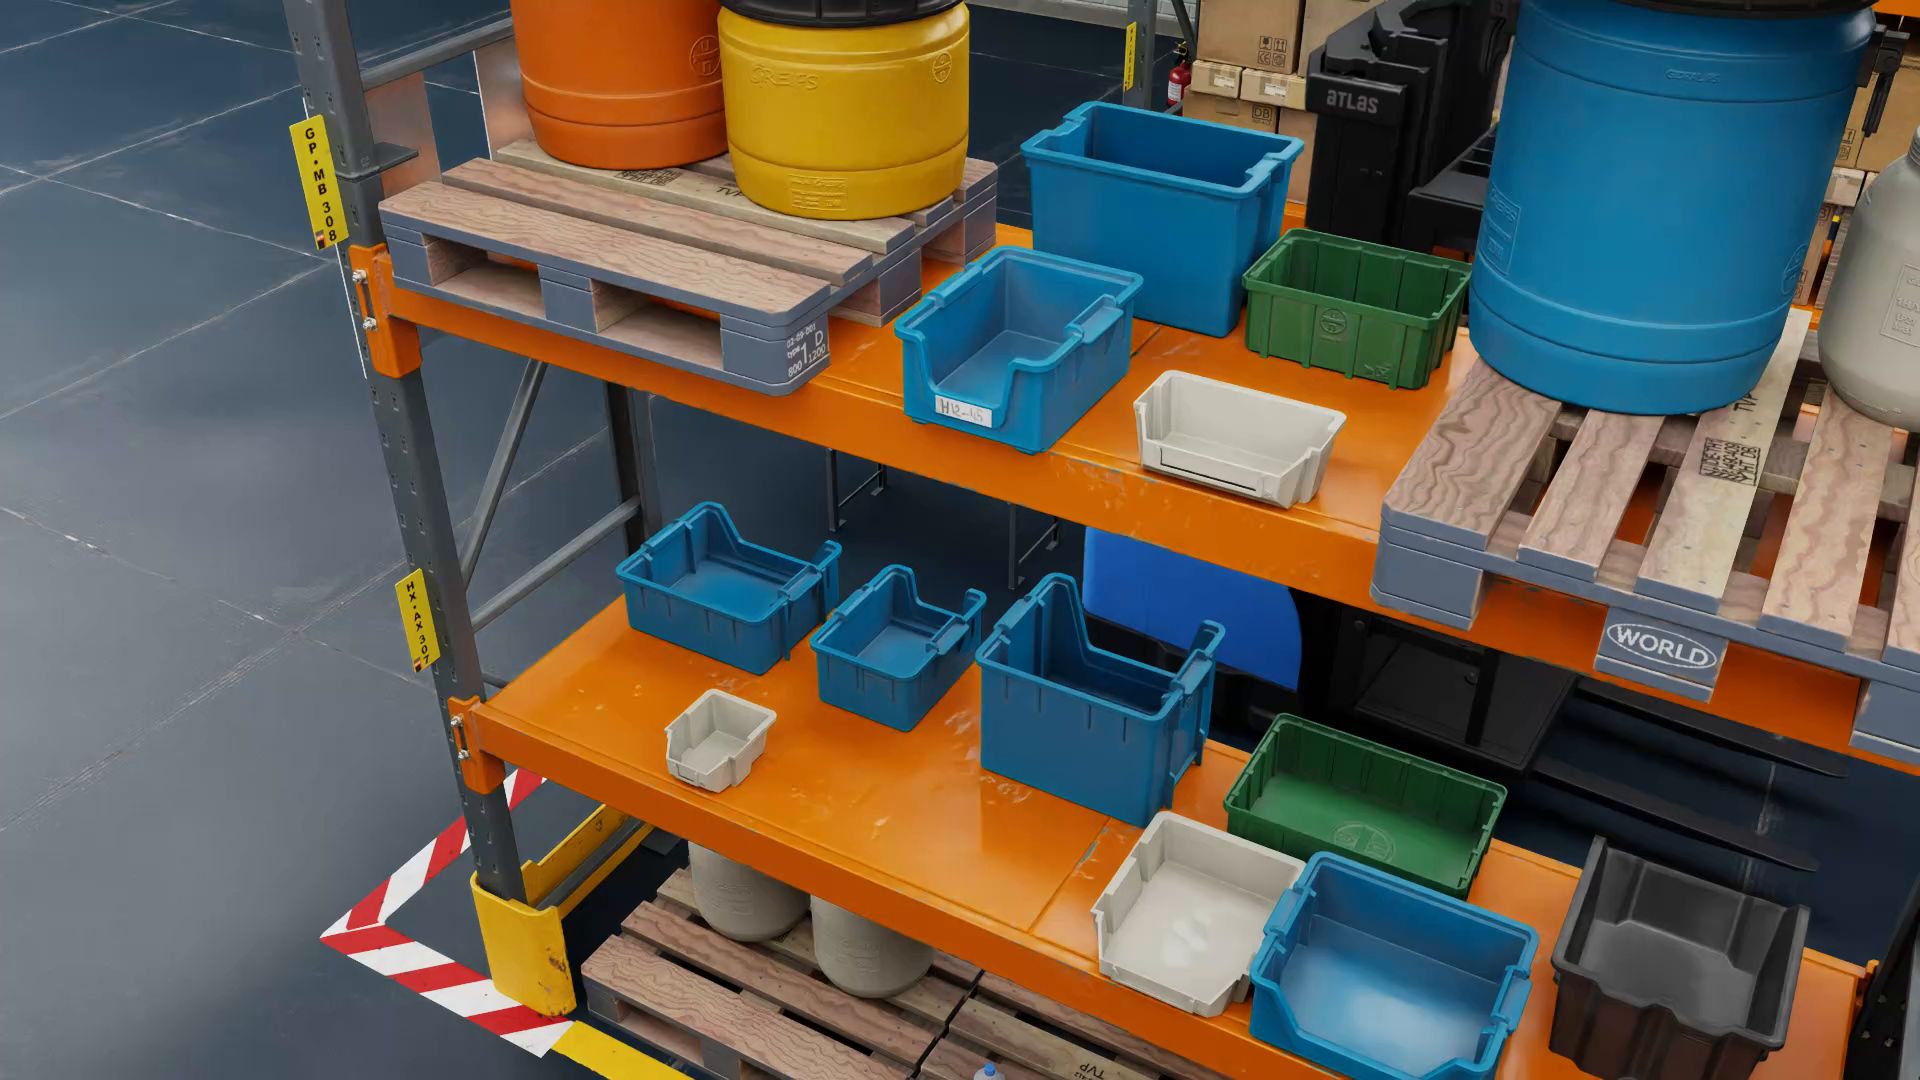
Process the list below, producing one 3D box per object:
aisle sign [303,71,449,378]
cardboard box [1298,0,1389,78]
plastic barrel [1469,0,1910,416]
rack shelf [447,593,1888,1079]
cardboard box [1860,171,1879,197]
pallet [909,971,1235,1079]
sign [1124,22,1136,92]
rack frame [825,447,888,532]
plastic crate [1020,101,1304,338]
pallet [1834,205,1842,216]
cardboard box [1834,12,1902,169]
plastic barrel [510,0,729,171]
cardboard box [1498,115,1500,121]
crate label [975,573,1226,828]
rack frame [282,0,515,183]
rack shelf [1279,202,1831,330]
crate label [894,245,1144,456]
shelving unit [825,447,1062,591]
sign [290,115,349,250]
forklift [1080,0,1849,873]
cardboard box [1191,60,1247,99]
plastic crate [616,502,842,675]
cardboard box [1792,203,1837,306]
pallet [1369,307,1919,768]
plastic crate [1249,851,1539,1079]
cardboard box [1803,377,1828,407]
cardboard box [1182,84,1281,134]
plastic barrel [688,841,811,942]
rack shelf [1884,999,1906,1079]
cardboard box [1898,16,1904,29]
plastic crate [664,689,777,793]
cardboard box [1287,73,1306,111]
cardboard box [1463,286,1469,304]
[{"bbox_3d":[-1.538,-0.868,4.501,0.004,0.787,0.394,18,37,24],"label":"aisle sign"},{"bbox_3d":[2.035,-2.580,8.157,0.500,0.500,0.700,17,37,23],"label":"cardboard box"},{"bbox_3d":[1.332,-0.764,3.153,0.708,0.901,0.600,18,37,24],"label":"plastic barrel"},{"bbox_3d":[0.407,0.943,4.777,4.000,0.370,1.077,18,37,24],"label":"rack shelf"},{"bbox_3d":[4.048,-1.542,7.183,0.250,0.149,0.380,17,37,23],"label":"cardboard box"},{"bbox_3d":[0.517,1.814,5.335,1.213,0.211,1.003,18,37,24],"label":"pallet"},{"bbox_3d":[0.851,-2.417,8.321,0.005,0.325,0.100,18,37,24],"label":"sign"},{"bbox_3d":[-0.515,-0.788,8.079,0.032,1.500,0.500,18,37,24],"label":"rack frame"},{"bbox_3d":[0.475,-0.769,4.007,0.575,0.384,0.392,18,37,24],"label":"plastic crate"},{"bbox_3d":[6.458,-2.581,11.936,1.213,0.211,1.003,18,37,24],"label":"pallet"},{"bbox_3d":[3.776,-2.028,7.329,0.500,0.500,0.700,17,37,24],"label":"cardboard box"},{"bbox_3d":[-0.845,-1.436,4.228,0.708,0.830,0.600,18,37,24],"label":"plastic barrel"},{"bbox_3d":[2.699,-1.966,7.821,0.250,0.149,0.380,18,38,25],"label":"cardboard box"},{"bbox_3d":[0.402,0.455,4.829,0.616,0.435,0.502,18,37,24],"label":"crate label"},{"bbox_3d":[-1.330,-2.404,3.741,0.127,3.000,1.000,18,37,24],"label":"rack frame"},{"bbox_3d":[2.868,-1.440,8.355,4.000,0.370,1.077,18,37,24],"label":"rack shelf"},{"bbox_3d":[0.131,-0.420,3.602,0.408,0.251,0.502,18,37,24],"label":"crate label"},{"bbox_3d":[-0.074,-0.648,7.870,1.048,1.500,0.538,18,37,24],"label":"shelving unit"},{"bbox_3d":[-1.607,-0.895,4.174,0.005,0.325,0.100,18,37,24],"label":"sign"},{"bbox_3d":[2.030,-0.444,6.273,3.031,2.935,1.130,20,39,27],"label":"forklift"},{"bbox_3d":[1.365,-2.389,8.456,0.250,0.149,0.380,17,37,24],"label":"cardboard box"},{"bbox_3d":[-0.747,0.149,5.454,0.616,0.251,0.499,18,37,24],"label":"plastic crate"},{"bbox_3d":[3.755,-1.492,7.694,0.500,0.500,0.700,17,37,24],"label":"cardboard box"},{"bbox_3d":[1.468,-0.128,3.200,1.003,0.211,1.213,18,37,24],"label":"pallet"},{"bbox_3d":[1.048,1.082,4.054,0.616,0.251,0.499,18,37,24],"label":"plastic crate"},{"bbox_3d":[4.357,-0.810,8.185,0.500,0.500,0.500,18,37,24],"label":"cardboard box"},{"bbox_3d":[1.530,-2.196,8.752,0.500,0.500,0.700,18,37,24],"label":"cardboard box"},{"bbox_3d":[-0.720,1.098,5.760,0.421,0.512,0.421,0,34,0],"label":"plastic barrel"},{"bbox_3d":[3.880,2.043,3.125,4.000,0.370,1.077,18,37,24],"label":"rack shelf"},{"bbox_3d":[6.497,-3.504,10.924,0.500,0.250,0.500,18,38,25],"label":"cardboard box"},{"bbox_3d":[-0.712,0.604,4.875,0.250,0.136,0.298,18,37,24],"label":"plastic crate"},{"bbox_3d":[1.812,-2.249,8.245,0.250,0.149,0.380,18,38,25],"label":"cardboard box"},{"bbox_3d":[2.362,-1.109,8.635,0.500,0.500,0.500,18,37,24],"label":"cardboard box"}]
